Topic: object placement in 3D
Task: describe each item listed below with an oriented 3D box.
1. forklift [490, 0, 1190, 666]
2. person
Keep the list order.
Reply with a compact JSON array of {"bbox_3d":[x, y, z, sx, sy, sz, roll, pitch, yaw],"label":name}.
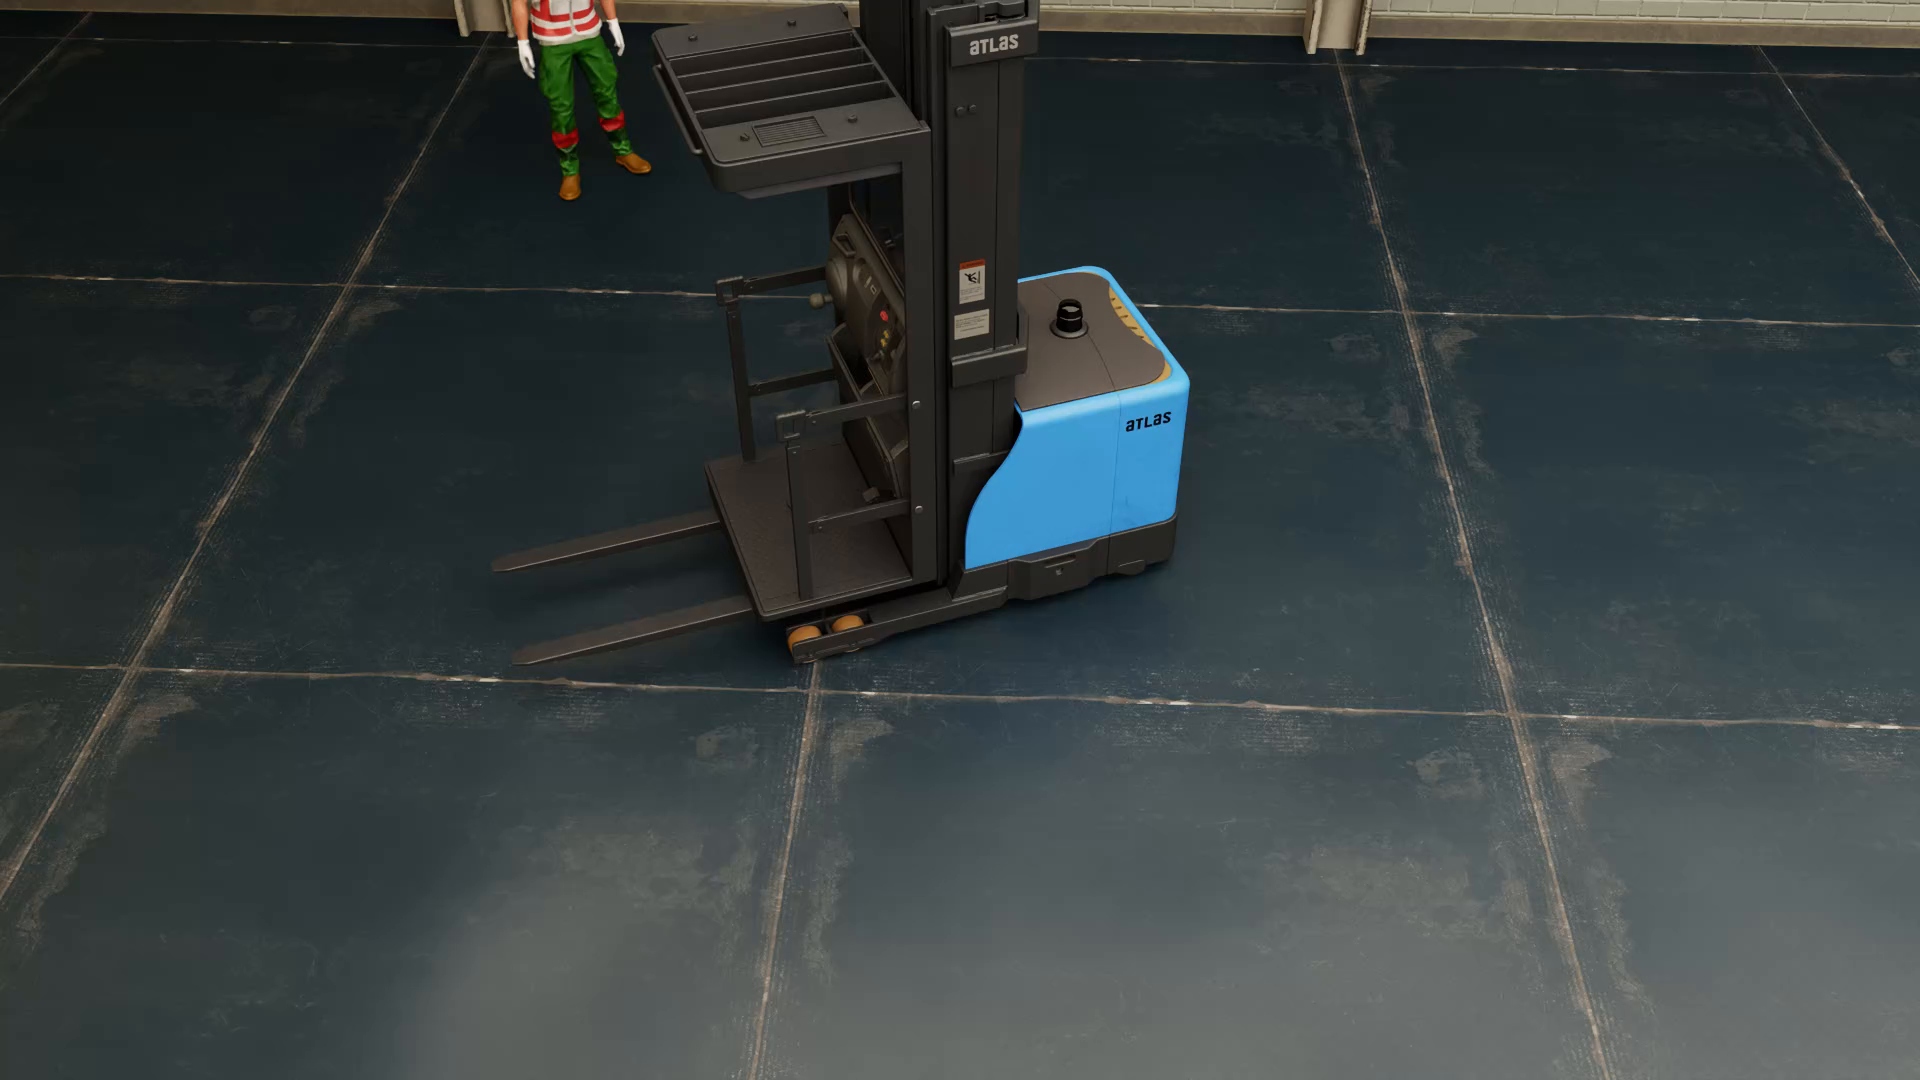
[{"bbox_3d":[-0.573,-0.945,6.778,3.031,2.935,1.130,-13,44,-14],"label":"forklift"},{"bbox_3d":[-2.281,-2.932,9.809,0.662,1.782,0.466,-22,47,-22],"label":"person"}]
